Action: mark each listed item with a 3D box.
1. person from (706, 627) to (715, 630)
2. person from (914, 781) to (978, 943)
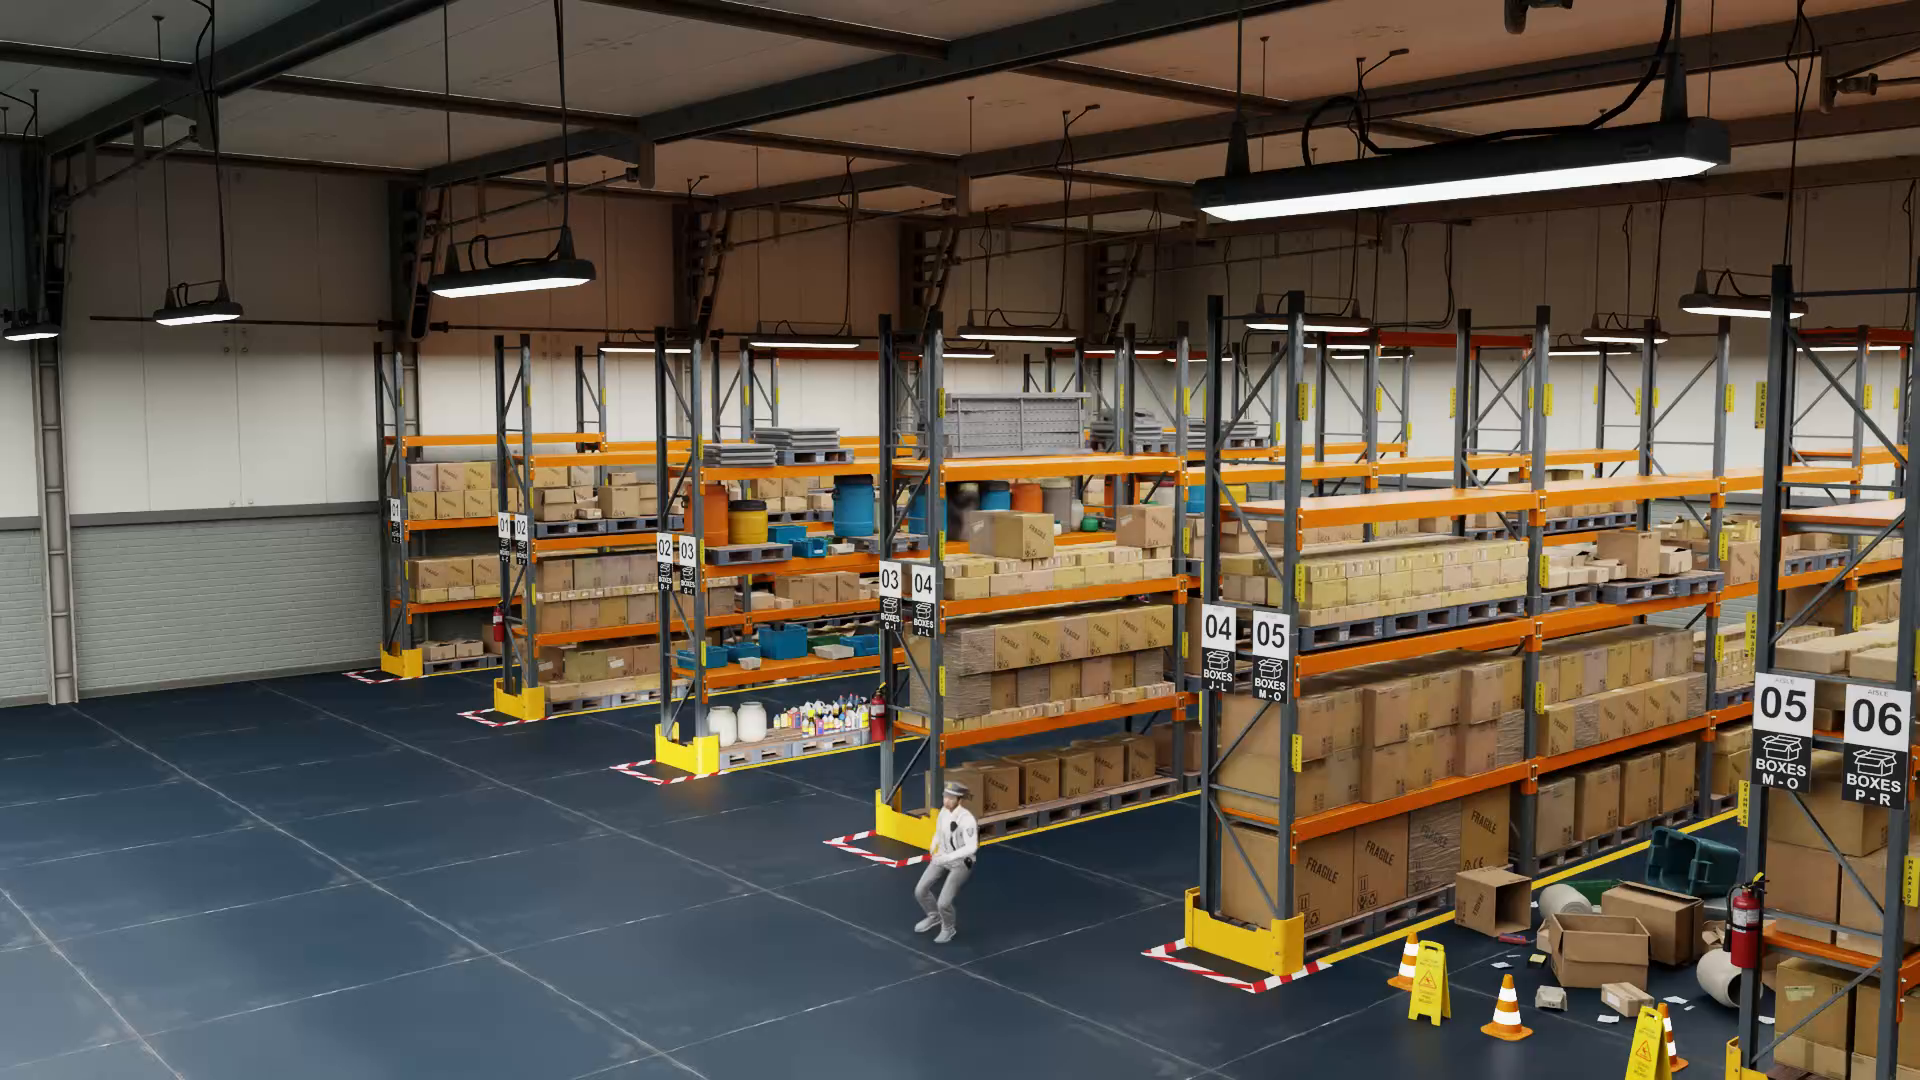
[{"bbox_3d":[-4.654,1.567,30.902,0.593,1.591,0.579,4,7,37],"label":"person"},{"bbox_3d":[-0.148,2.999,15.388,0.789,1.610,0.575,4,7,40],"label":"person"}]
